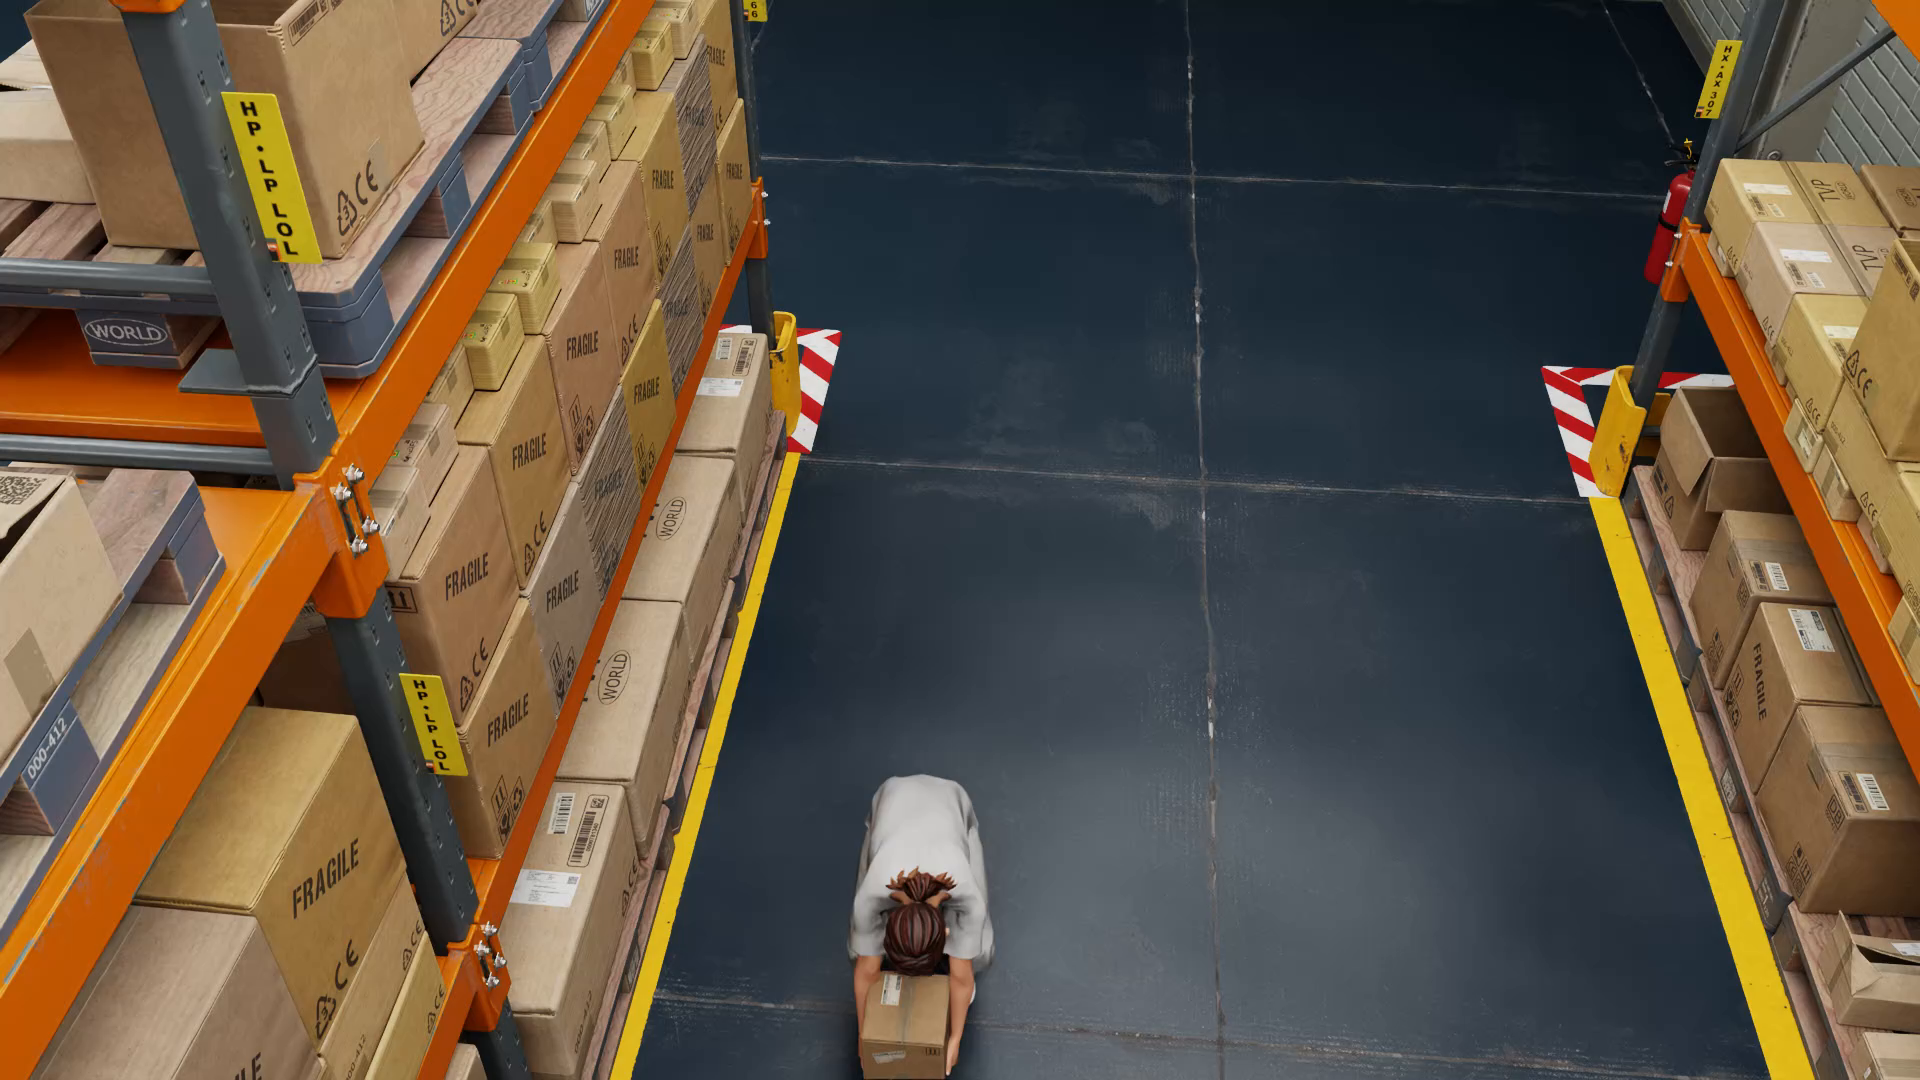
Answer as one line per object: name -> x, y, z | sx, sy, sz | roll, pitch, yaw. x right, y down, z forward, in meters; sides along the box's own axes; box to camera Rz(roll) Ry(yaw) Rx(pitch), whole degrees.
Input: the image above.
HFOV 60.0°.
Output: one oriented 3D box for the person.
person -> -0.123, 1.212, 5.284 | 0.468, 0.953, 0.851 | 2, 40, 2
